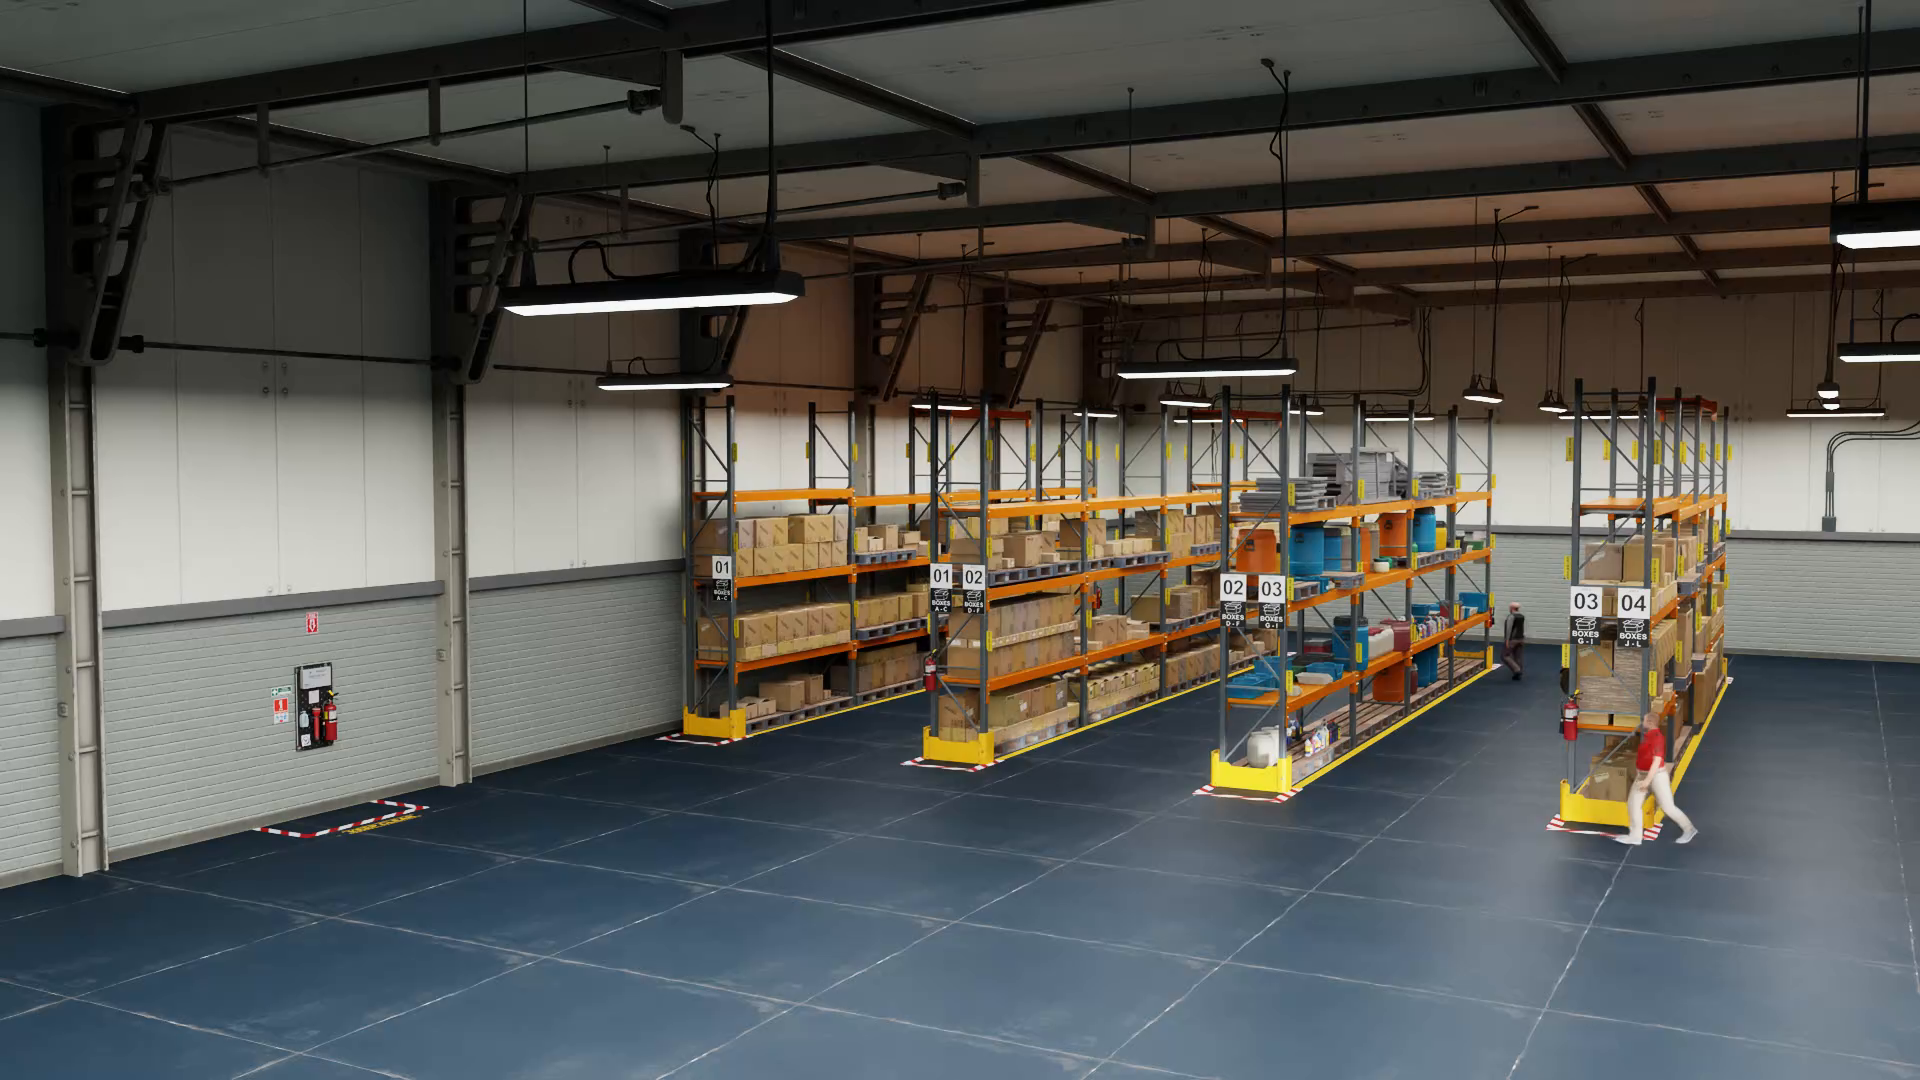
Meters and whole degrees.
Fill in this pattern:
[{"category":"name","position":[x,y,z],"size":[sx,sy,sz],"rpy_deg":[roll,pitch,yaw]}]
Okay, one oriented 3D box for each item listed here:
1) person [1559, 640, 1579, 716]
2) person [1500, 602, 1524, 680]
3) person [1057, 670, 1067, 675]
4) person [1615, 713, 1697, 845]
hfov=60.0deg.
[{"category":"person","position":[11.668,2.441,31.556],"size":[0.469,1.778,0.709],"rpy_deg":[0,3,2]},{"category":"person","position":[12.124,2.221,36.383],"size":[0.671,1.724,0.434],"rpy_deg":[-3,4,-42]},{"category":"person","position":[2.100,2.378,34.340],"size":[0.414,1.643,0.550],"rpy_deg":[1,3,13]},{"category":"person","position":[8.857,3.043,21.158],"size":[0.947,1.693,0.493],"rpy_deg":[-1,3,-16]}]
